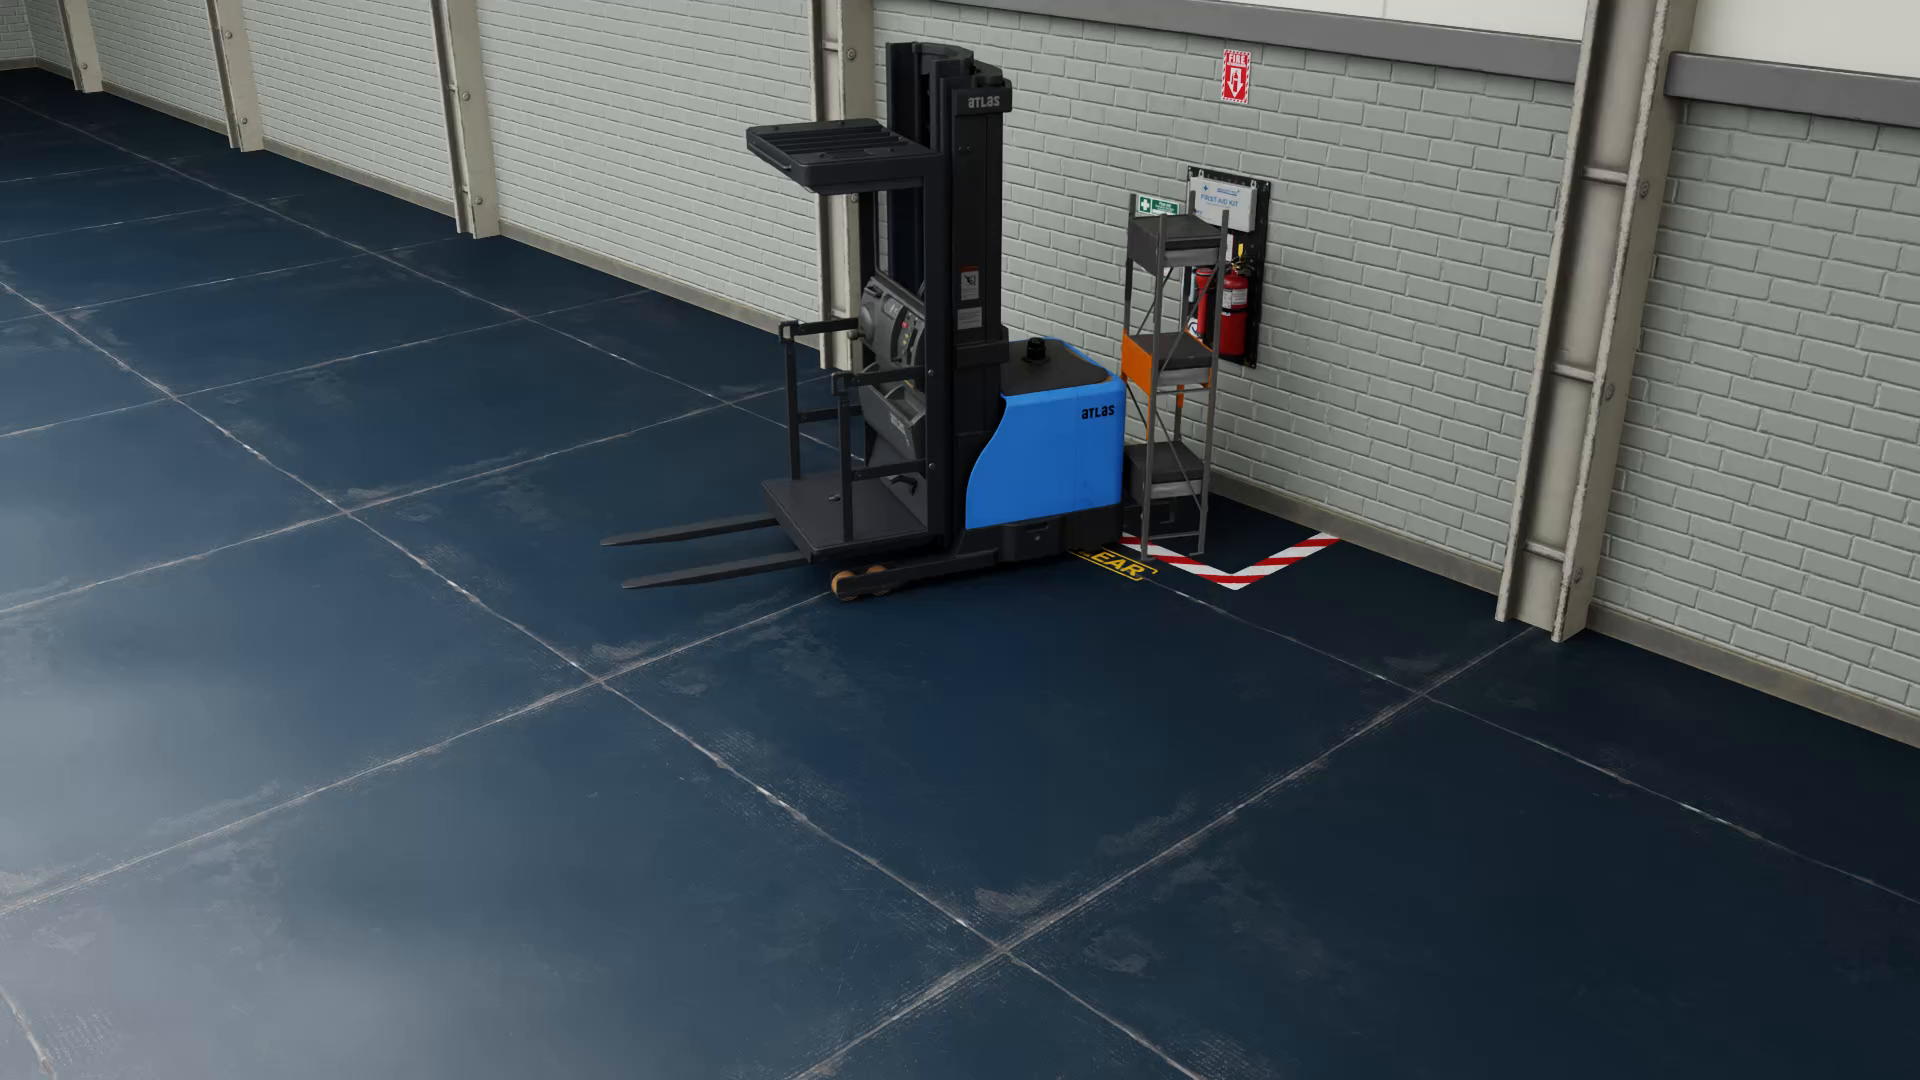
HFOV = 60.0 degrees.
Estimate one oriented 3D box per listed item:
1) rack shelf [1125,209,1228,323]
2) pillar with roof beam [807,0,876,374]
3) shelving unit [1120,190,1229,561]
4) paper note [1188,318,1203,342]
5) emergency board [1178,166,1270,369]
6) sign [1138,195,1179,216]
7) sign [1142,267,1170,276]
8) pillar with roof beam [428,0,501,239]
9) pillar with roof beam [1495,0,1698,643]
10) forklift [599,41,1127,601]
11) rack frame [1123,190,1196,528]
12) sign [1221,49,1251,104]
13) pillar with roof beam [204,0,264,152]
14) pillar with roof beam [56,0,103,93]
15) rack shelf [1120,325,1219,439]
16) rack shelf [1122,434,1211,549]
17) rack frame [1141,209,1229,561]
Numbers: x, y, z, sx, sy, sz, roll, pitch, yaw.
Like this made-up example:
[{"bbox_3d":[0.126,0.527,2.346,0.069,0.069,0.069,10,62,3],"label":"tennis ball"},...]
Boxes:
[{"bbox_3d":[1.229,-1.574,9.512,0.431,0.518,0.480,-6,25,-14],"label":"rack shelf"},{"bbox_3d":[-4.012,-4.234,8.690,9.100,9.000,0.400,-21,32,-38],"label":"pillar with roof beam"},{"bbox_3d":[1.224,-0.949,9.796,0.431,2.100,0.503,-6,25,-14],"label":"shelving unit"},{"bbox_3d":[1.500,-1.340,10.636,0.016,0.148,0.142,-21,32,-38],"label":"paper note"},{"bbox_3d":[1.571,-1.668,10.292,0.194,1.169,0.643,-21,32,-38],"label":"emergency board"},{"bbox_3d":[1.265,-2.118,10.598,0.001,0.109,0.331,-21,32,-38],"label":"sign"},{"bbox_3d":[1.268,-1.881,10.716,0.001,0.329,0.234,-21,32,-38],"label":"sign"},{"bbox_3d":[-8.113,-6.052,12.675,9.100,9.000,0.400,-21,32,-38],"label":"pillar with roof beam"},{"bbox_3d":[0.089,-2.417,4.705,9.100,9.000,0.400,-21,32,-38],"label":"pillar with roof beam"},{"bbox_3d":[-0.577,-1.235,9.426,3.031,2.935,1.130,-10,26,-20],"label":"forklift"},{"bbox_3d":[1.162,-1.047,10.011,0.400,2.100,0.015,-6,25,-14],"label":"rack frame"},{"bbox_3d":[1.638,-2.753,9.879,0.001,0.298,0.199,-21,32,-38],"label":"sign"},{"bbox_3d":[-12.213,-7.870,16.659,9.100,9.000,0.400,-21,32,-38],"label":"pillar with roof beam"},{"bbox_3d":[-16.314,-9.688,20.644,9.100,9.000,0.400,-21,32,-38],"label":"pillar with roof beam"},{"bbox_3d":[1.224,-0.937,9.802,0.431,0.518,0.480,-6,25,-14],"label":"rack shelf"},{"bbox_3d":[1.220,-0.299,10.092,0.431,0.518,0.480,-6,25,-14],"label":"rack shelf"},{"bbox_3d":[1.286,-0.851,9.582,0.400,2.100,0.015,-6,25,-14],"label":"rack frame"}]
